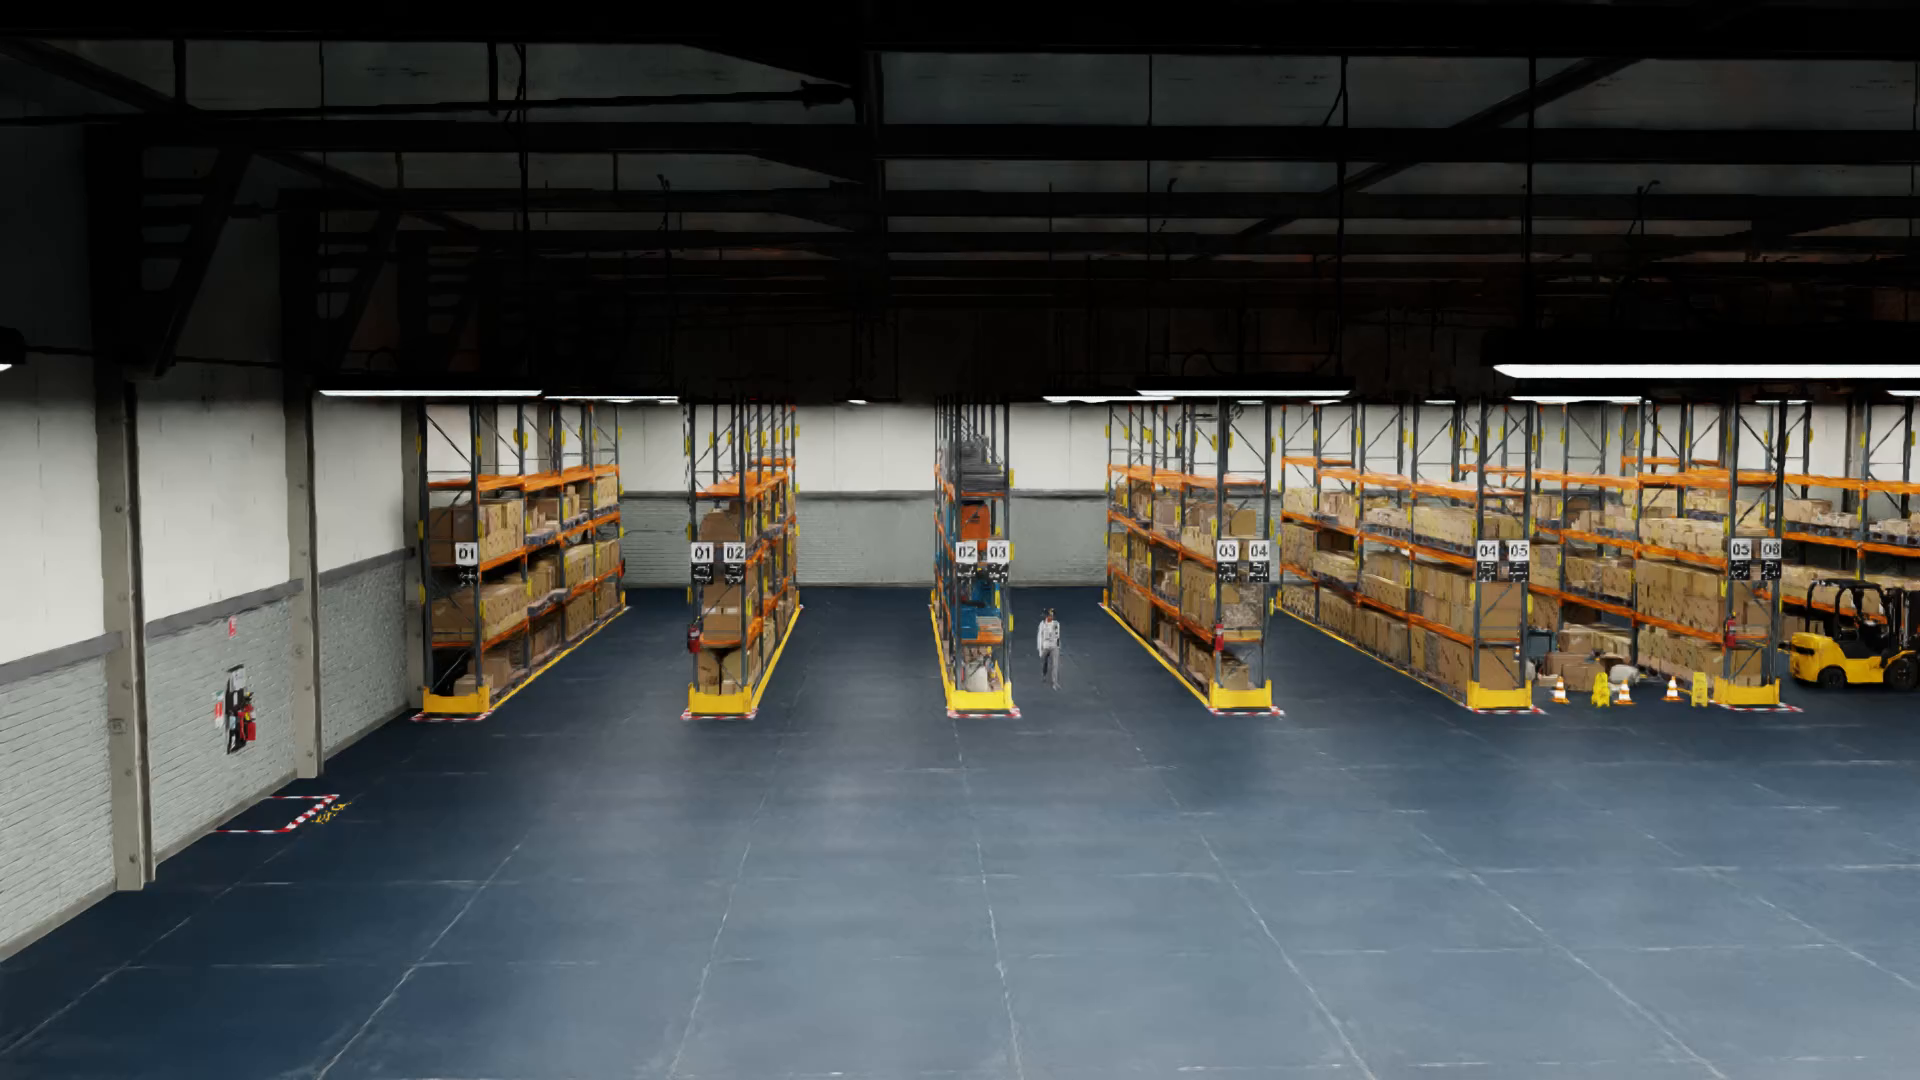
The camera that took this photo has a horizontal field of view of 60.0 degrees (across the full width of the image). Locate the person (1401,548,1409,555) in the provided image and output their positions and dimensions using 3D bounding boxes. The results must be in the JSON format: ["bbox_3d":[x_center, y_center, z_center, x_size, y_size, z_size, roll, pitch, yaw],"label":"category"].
[{"bbox_3d":[13.742,0.759,51.150,0.599,1.753,0.574,3,6,35],"label":"person"}]

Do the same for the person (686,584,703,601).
[{"bbox_3d":[-7.727,0.927,48.760,0.472,1.763,0.698,2,5,24],"label":"person"}]

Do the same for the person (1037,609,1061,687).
[{"bbox_3d":[1.821,2.180,34.088,0.495,1.589,1.086,0,5,0],"label":"person"}]
